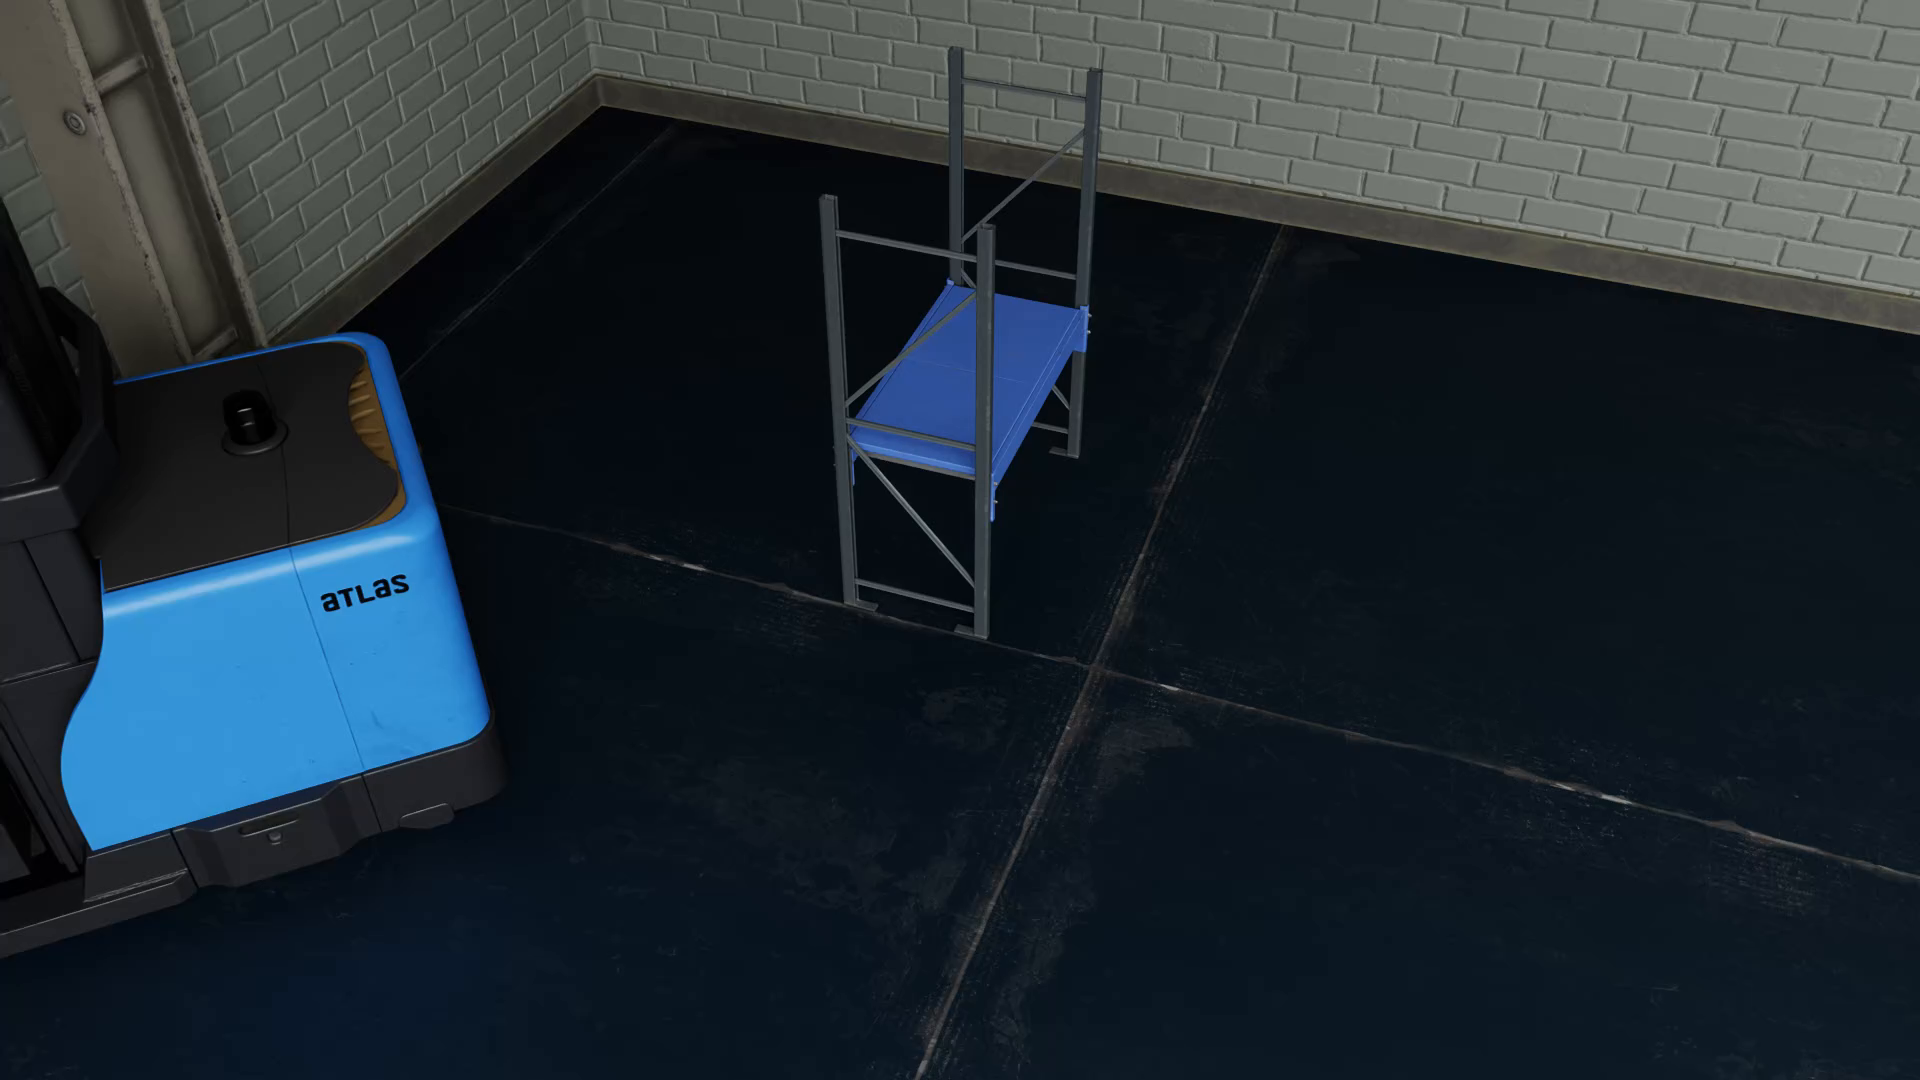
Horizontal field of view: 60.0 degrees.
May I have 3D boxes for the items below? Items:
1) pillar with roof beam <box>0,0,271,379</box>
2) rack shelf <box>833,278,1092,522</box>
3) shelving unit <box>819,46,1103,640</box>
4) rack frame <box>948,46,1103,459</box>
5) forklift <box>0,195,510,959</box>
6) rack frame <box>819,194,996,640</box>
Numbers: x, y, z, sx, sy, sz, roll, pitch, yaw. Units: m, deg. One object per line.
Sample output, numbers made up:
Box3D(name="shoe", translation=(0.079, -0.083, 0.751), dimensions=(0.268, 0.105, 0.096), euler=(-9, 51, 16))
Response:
Box3D(name="pillar with roof beam", translation=(1.353, -2.796, 2.094), dimensions=(9.100, 9.000, 0.400), euler=(13, 42, 15))
Box3D(name="rack shelf", translation=(0.029, -0.486, 5.441), dimensions=(0.538, 0.185, 1.000), euler=(13, 42, 15))
Box3D(name="shelving unit", translation=(0.029, -0.623, 5.324), dimensions=(0.538, 1.500, 1.048), euler=(13, 42, 15))
Box3D(name="rack frame", translation=(0.203, -0.933, 5.688), dimensions=(0.500, 1.500, 0.032), euler=(13, 42, 15))
Box3D(name="forklift", translation=(-2.874, -0.257, 3.793), dimensions=(3.031, 2.935, 1.130), euler=(-16, 43, -18))
Box3D(name="rack frame", translation=(-0.145, -0.313, 4.961), dimensions=(0.500, 1.500, 0.032), euler=(13, 42, 15))
